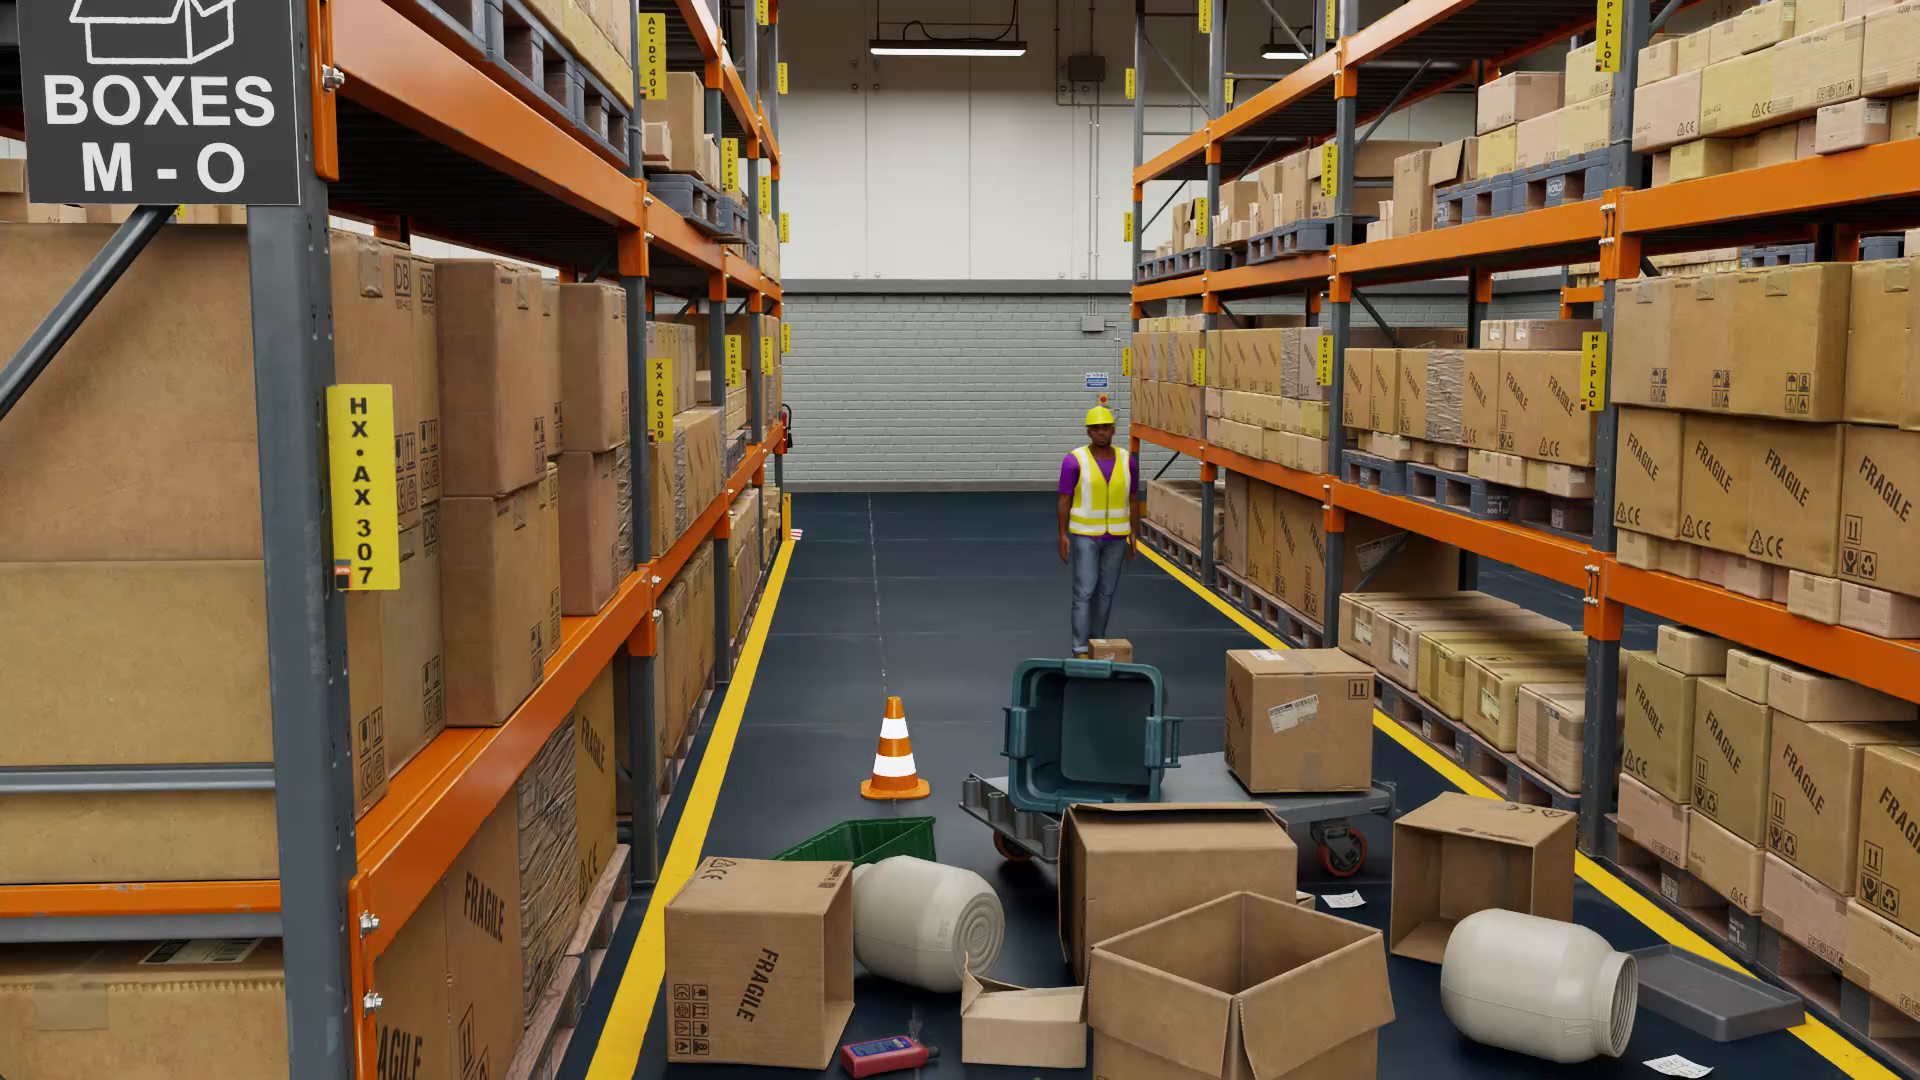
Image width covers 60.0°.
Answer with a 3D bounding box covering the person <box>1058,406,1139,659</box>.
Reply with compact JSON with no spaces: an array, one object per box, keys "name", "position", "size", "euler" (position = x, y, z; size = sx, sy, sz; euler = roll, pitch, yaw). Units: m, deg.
[{"name":"person","position":[0.964,-0.017,11.229],"size":[0.570,1.772,0.509],"euler":[-2,7,-14]}]
